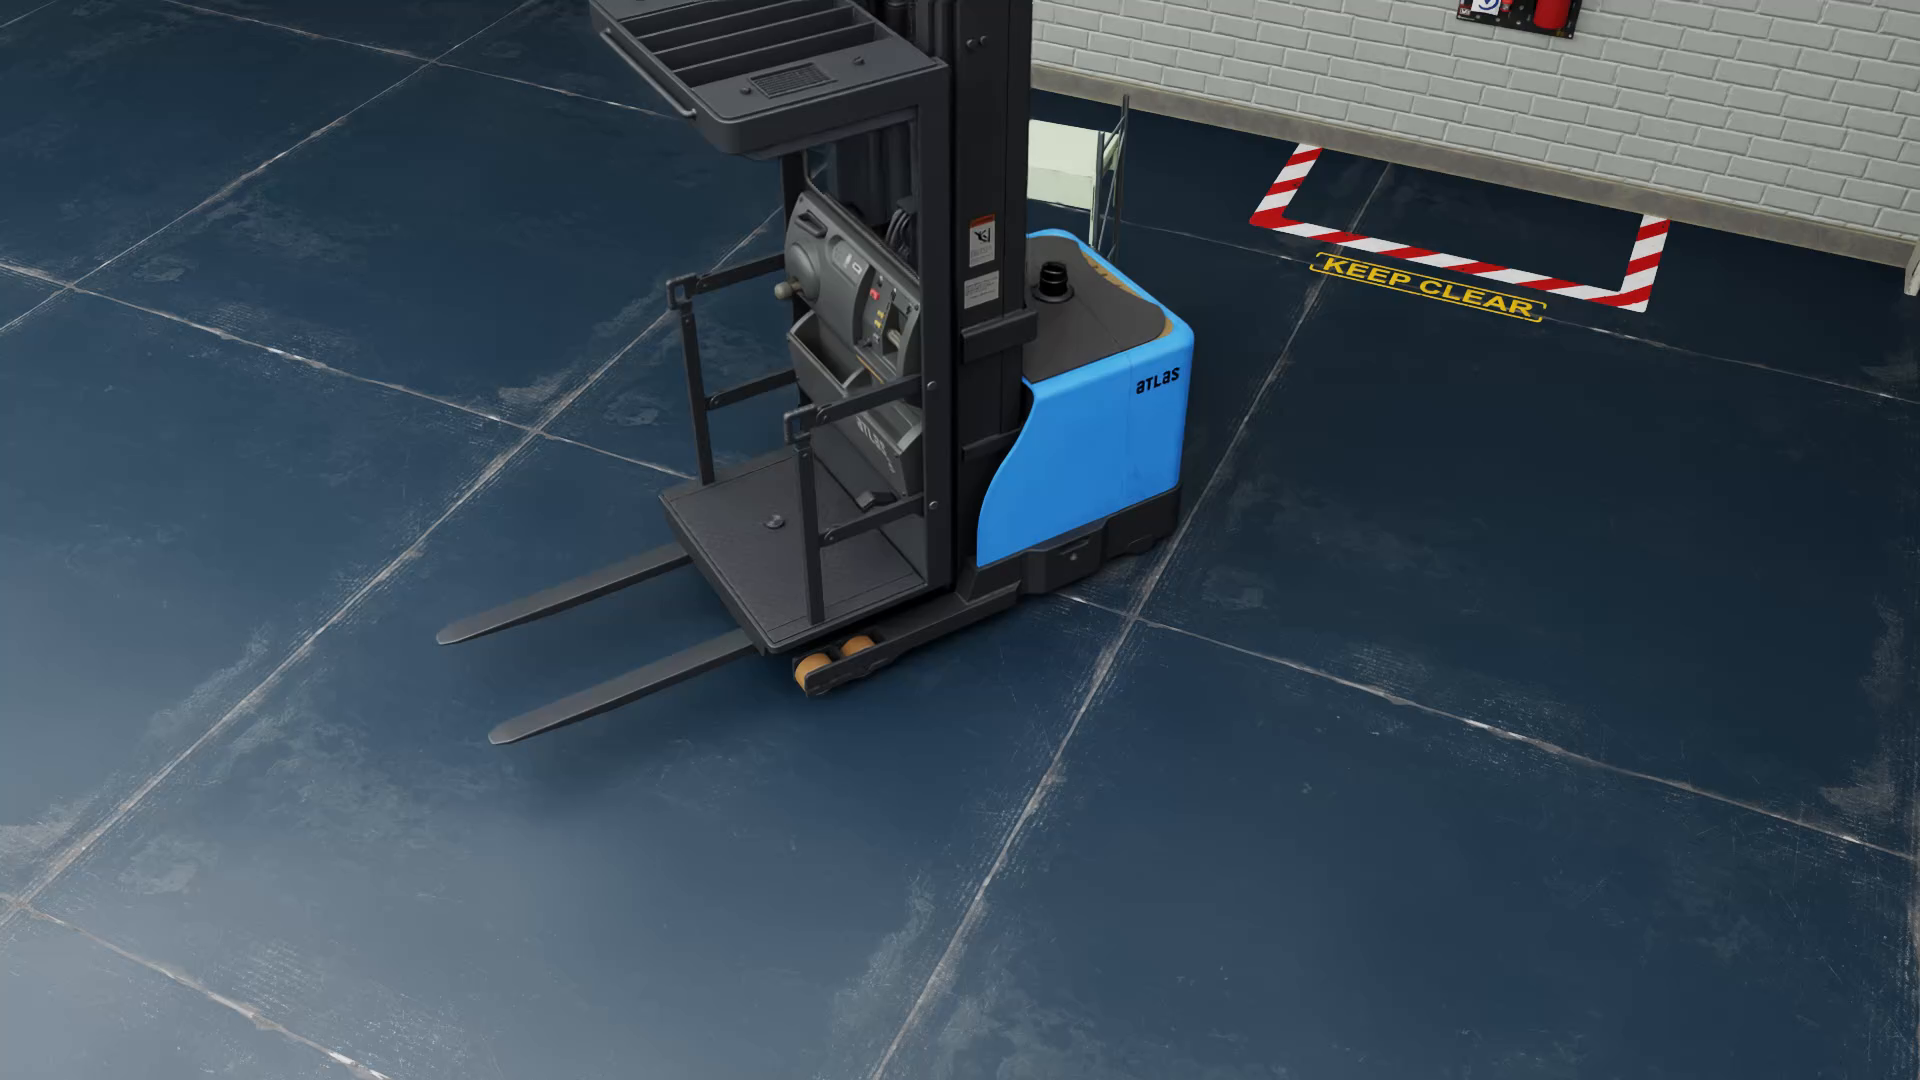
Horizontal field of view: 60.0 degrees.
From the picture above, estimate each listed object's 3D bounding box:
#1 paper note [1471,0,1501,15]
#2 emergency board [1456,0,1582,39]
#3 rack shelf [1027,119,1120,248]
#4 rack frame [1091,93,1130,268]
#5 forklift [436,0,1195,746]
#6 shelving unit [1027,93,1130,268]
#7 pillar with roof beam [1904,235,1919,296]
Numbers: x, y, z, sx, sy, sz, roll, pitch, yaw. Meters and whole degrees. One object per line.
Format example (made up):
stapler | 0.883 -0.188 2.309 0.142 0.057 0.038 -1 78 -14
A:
paper note | 2.858 -2.931 9.014 0.142 0.148 0.016 17 44 19
emergency board | 2.989 -3.174 8.622 0.643 1.169 0.194 17 44 19
rack shelf | 0.311 -1.622 7.381 0.720 0.370 0.431 14 43 15
rack frame | 0.653 -1.243 7.539 0.023 1.500 0.400 14 43 15
forklift | -0.579 -0.894 6.043 3.031 2.935 1.130 -22 45 -23
shelving unit | 0.311 -1.327 7.636 0.755 1.500 0.431 14 43 15
pillar with roof beam | 3.392 -2.179 2.893 0.400 9.000 9.100 17 44 19
